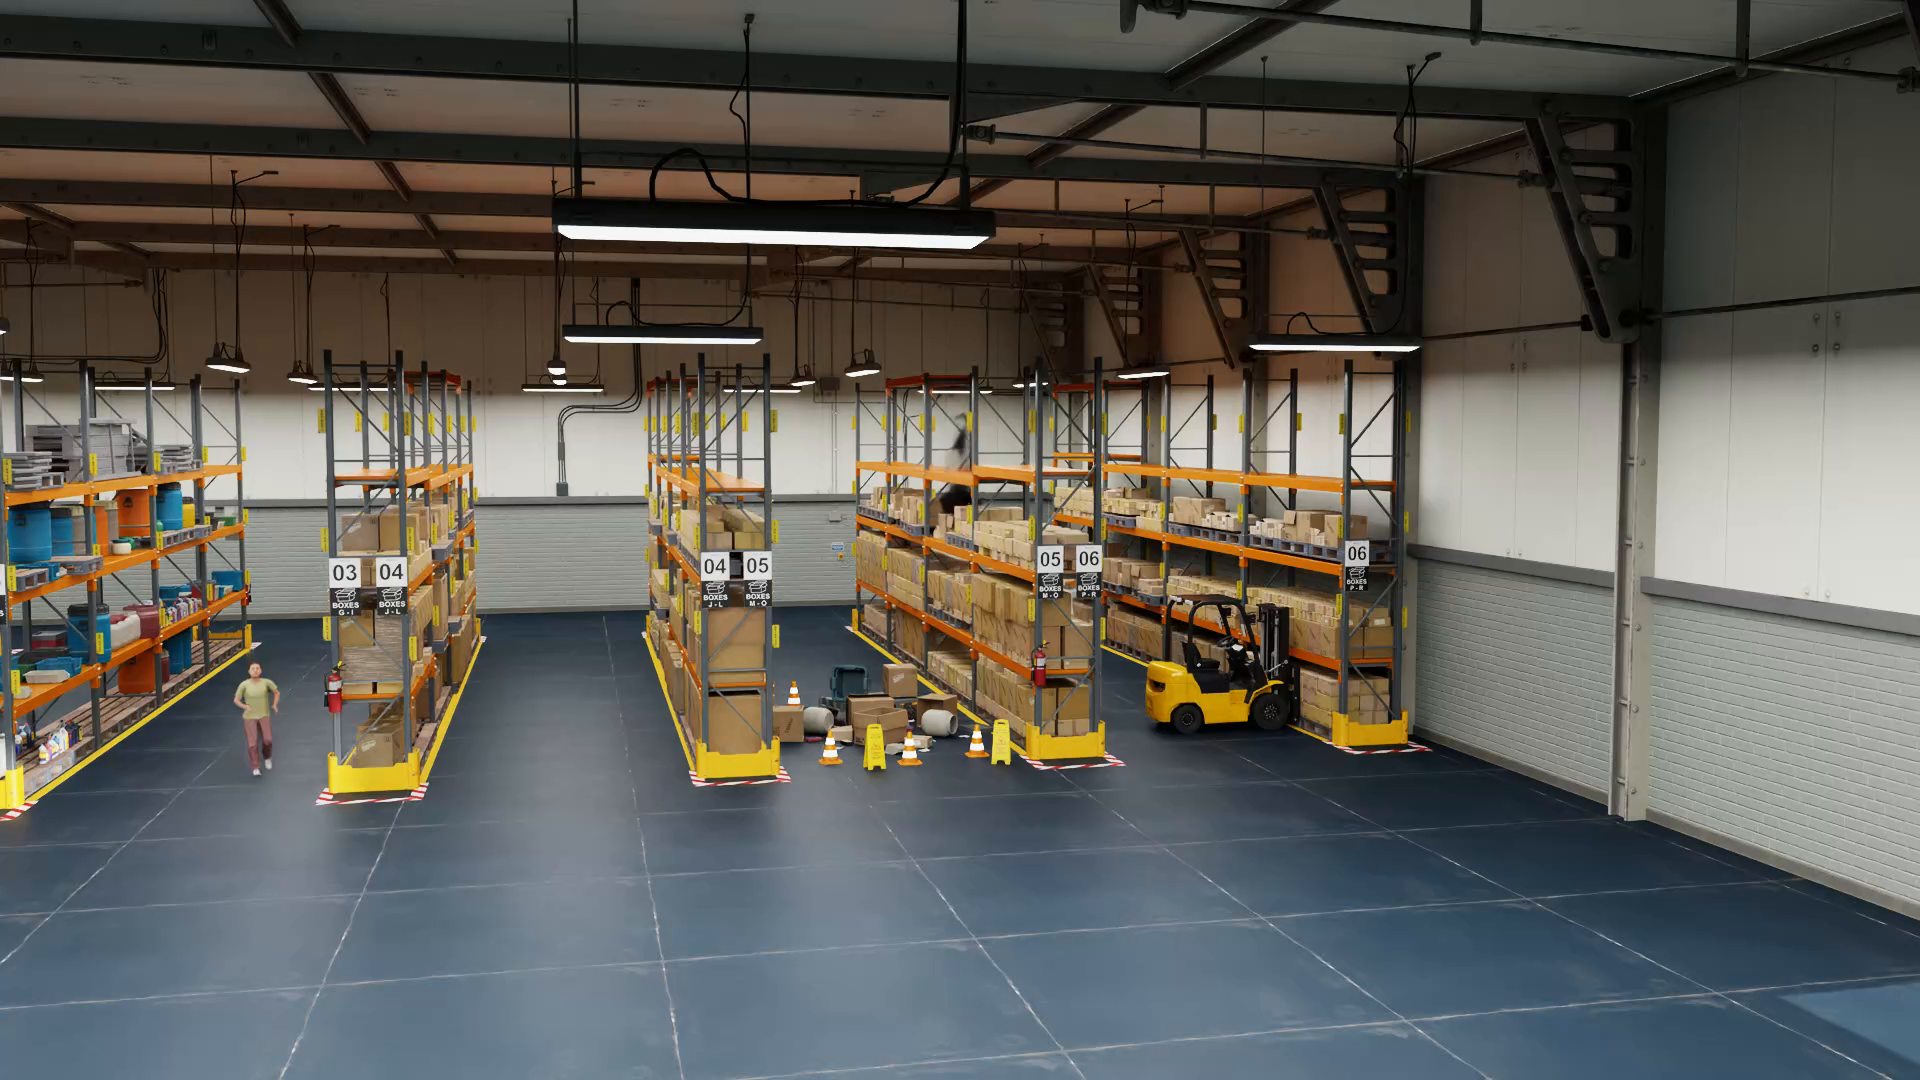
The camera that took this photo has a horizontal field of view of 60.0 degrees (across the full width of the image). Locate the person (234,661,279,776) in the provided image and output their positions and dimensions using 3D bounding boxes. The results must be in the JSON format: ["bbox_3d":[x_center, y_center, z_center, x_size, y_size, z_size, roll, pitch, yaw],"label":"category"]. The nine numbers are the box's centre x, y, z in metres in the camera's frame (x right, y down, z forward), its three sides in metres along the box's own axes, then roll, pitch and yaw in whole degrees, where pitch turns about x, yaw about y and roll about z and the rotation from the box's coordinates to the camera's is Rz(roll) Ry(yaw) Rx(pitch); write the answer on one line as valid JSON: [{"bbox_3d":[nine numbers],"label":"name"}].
[{"bbox_3d":[-9.989,2.541,23.654,0.613,1.635,0.534,-2,4,-26],"label":"person"}]
